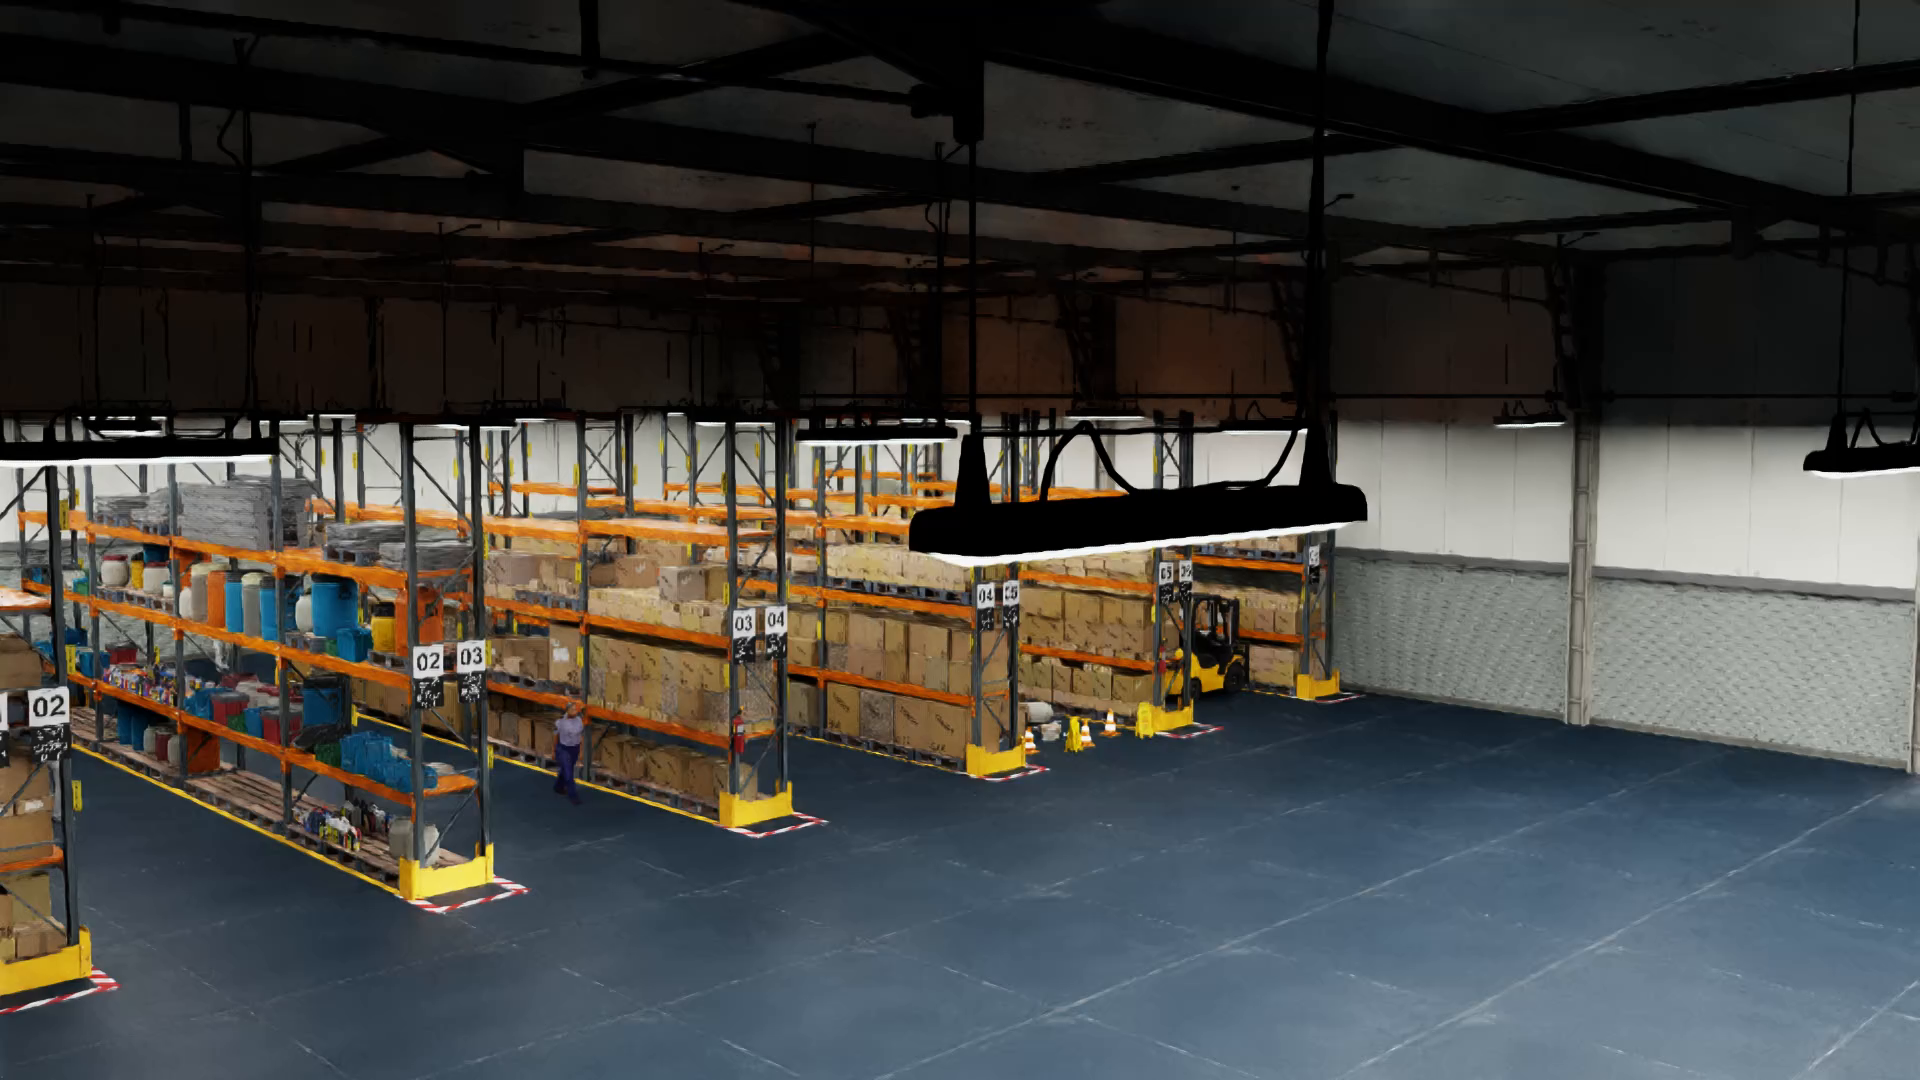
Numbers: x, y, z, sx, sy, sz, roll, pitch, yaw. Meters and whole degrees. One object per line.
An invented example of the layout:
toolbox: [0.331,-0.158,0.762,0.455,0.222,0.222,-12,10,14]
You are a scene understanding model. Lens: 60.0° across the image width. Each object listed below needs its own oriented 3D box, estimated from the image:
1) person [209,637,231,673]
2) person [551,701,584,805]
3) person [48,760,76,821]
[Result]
person: [-16.856,2.153,38.058,0.555,1.721,1.024,-4,6,-35]
person: [-6.079,3.282,25.960,1.072,1.567,0.478,5,7,43]
person: [-13.431,3.329,24.780,0.553,1.684,0.433,2,5,18]
